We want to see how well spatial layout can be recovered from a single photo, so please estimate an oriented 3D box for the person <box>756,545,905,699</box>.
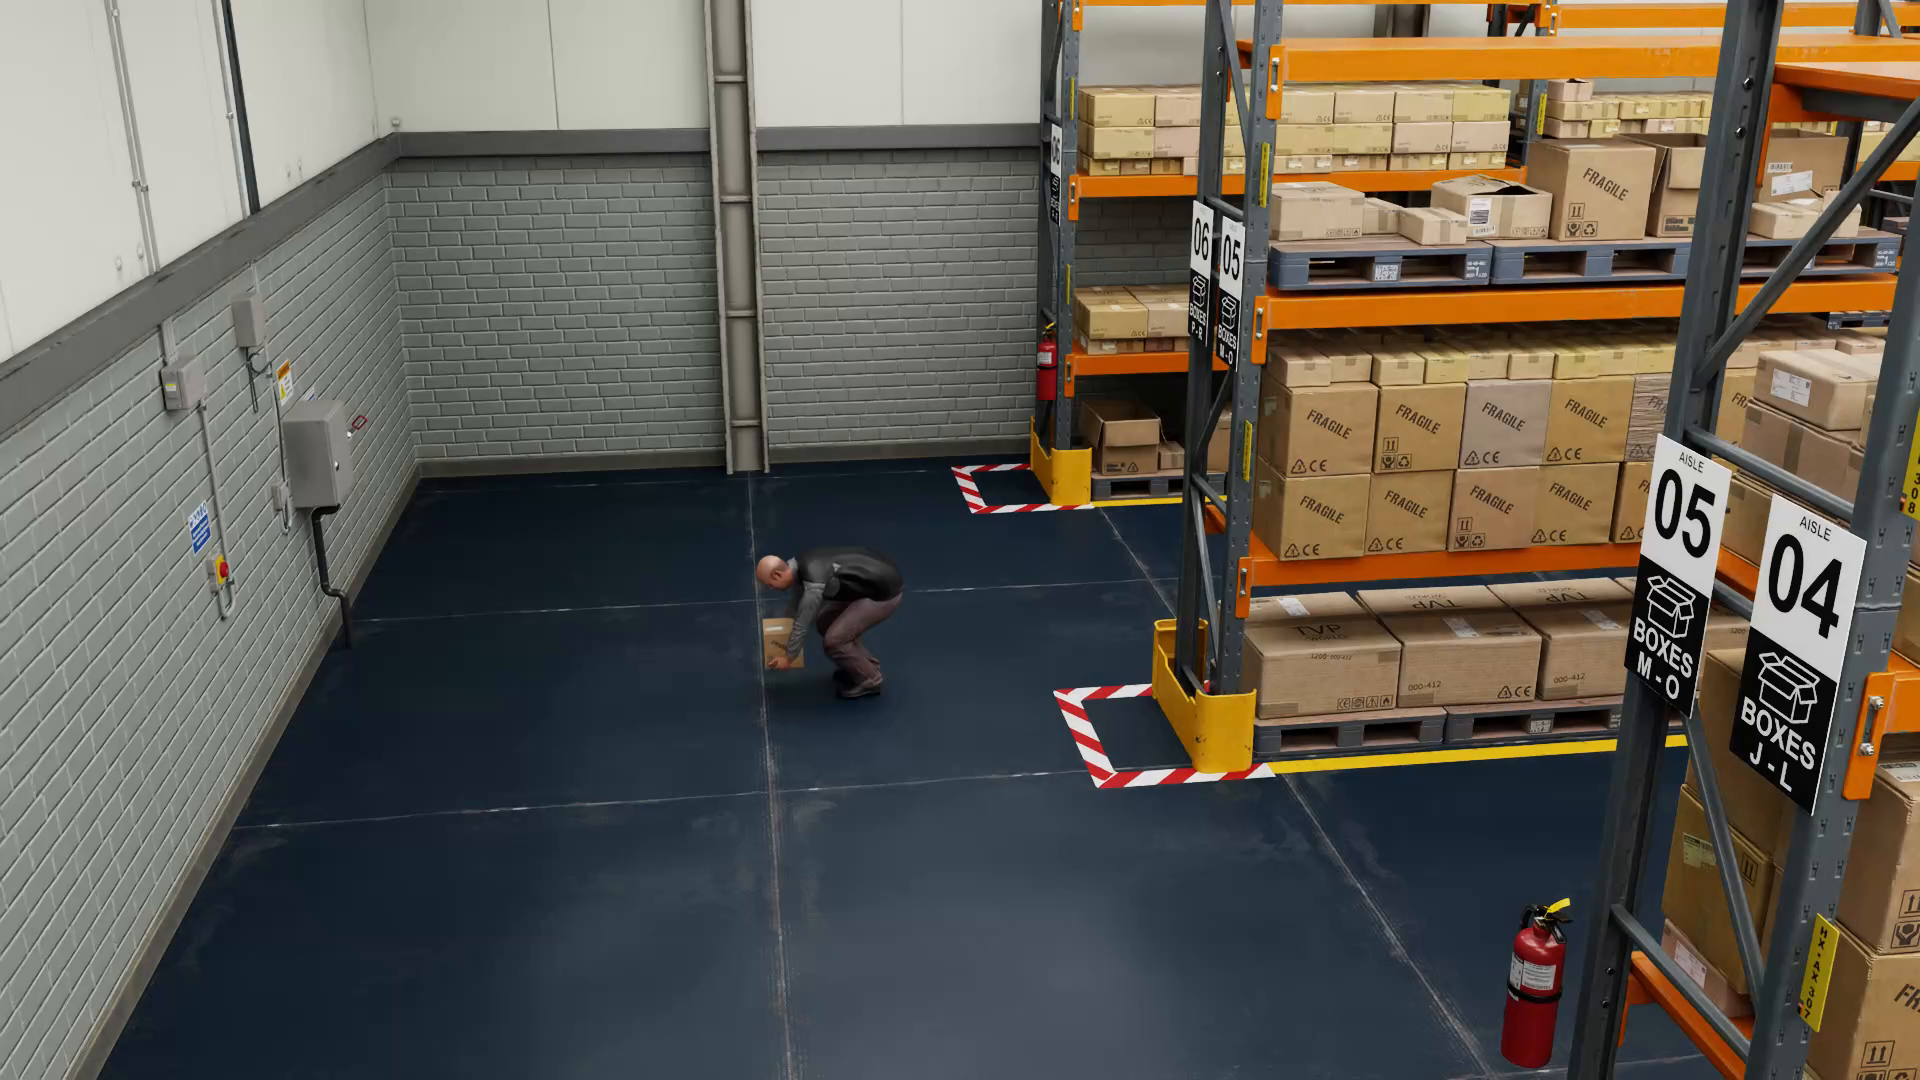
[{"bbox_3d":[-0.832,0.513,10.773,0.945,0.986,0.518,-4,20,-10],"label":"person"}]
